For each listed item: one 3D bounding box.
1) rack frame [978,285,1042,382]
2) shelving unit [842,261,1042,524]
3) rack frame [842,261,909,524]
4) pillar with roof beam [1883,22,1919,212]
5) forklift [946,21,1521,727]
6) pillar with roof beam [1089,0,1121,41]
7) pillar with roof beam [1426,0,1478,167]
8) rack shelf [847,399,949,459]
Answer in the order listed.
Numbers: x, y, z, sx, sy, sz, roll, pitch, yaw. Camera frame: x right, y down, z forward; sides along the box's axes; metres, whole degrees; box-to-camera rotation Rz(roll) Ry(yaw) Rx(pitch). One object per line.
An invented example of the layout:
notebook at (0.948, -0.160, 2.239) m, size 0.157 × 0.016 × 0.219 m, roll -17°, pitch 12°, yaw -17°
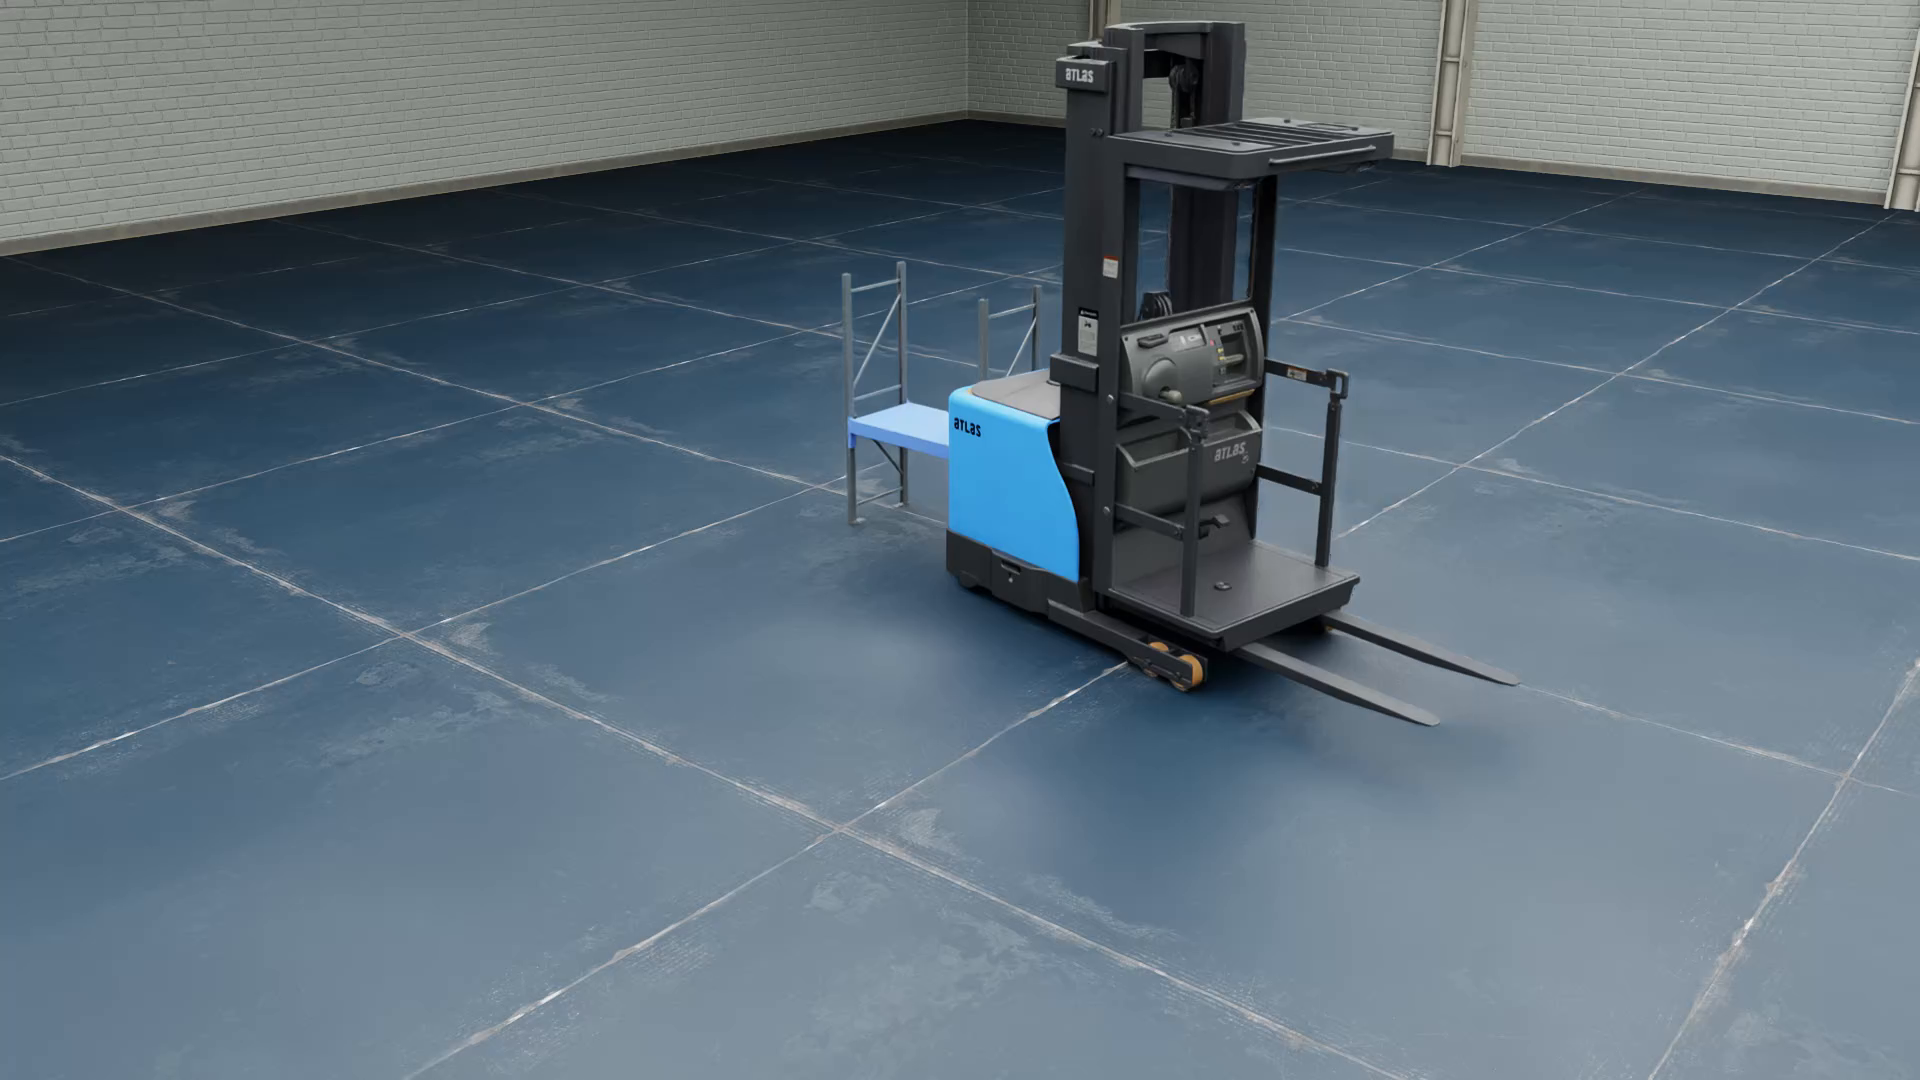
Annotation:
rack frame at (0.273, -0.630, 9.213) m, size 0.032 × 1.500 × 0.500 m, roll 17°, pitch 27°, yaw 38°
shelving unit at (-0.110, -0.747, 9.525) m, size 1.048 × 1.500 × 0.538 m, roll 17°, pitch 27°, yaw 38°
rack frame at (-0.494, -0.865, 9.837) m, size 0.032 × 1.500 × 0.500 m, roll 17°, pitch 27°, yaw 38°
pillar with roof beam at (8.927, -7.126, 15.812) m, size 0.400 × 9.000 × 9.100 m, roll 16°, pitch 26°, yaw 36°
forklift at (1.258, -0.867, 7.812) m, size 1.130 × 2.935 × 3.031 m, roll -17°, pitch 26°, yaw -37°
pillar with roof beam at (-0.370, -9.804, 22.912) m, size 0.400 × 9.000 × 9.100 m, roll 16°, pitch 26°, yaw 36°
pillar with roof beam at (4.278, -8.465, 19.362) m, size 0.400 × 9.000 × 9.100 m, roll 16°, pitch 26°, yaw 36°
rack shelf at (-0.110, -0.579, 9.588) m, size 1.000 × 0.185 × 0.538 m, roll 17°, pitch 27°, yaw 38°
